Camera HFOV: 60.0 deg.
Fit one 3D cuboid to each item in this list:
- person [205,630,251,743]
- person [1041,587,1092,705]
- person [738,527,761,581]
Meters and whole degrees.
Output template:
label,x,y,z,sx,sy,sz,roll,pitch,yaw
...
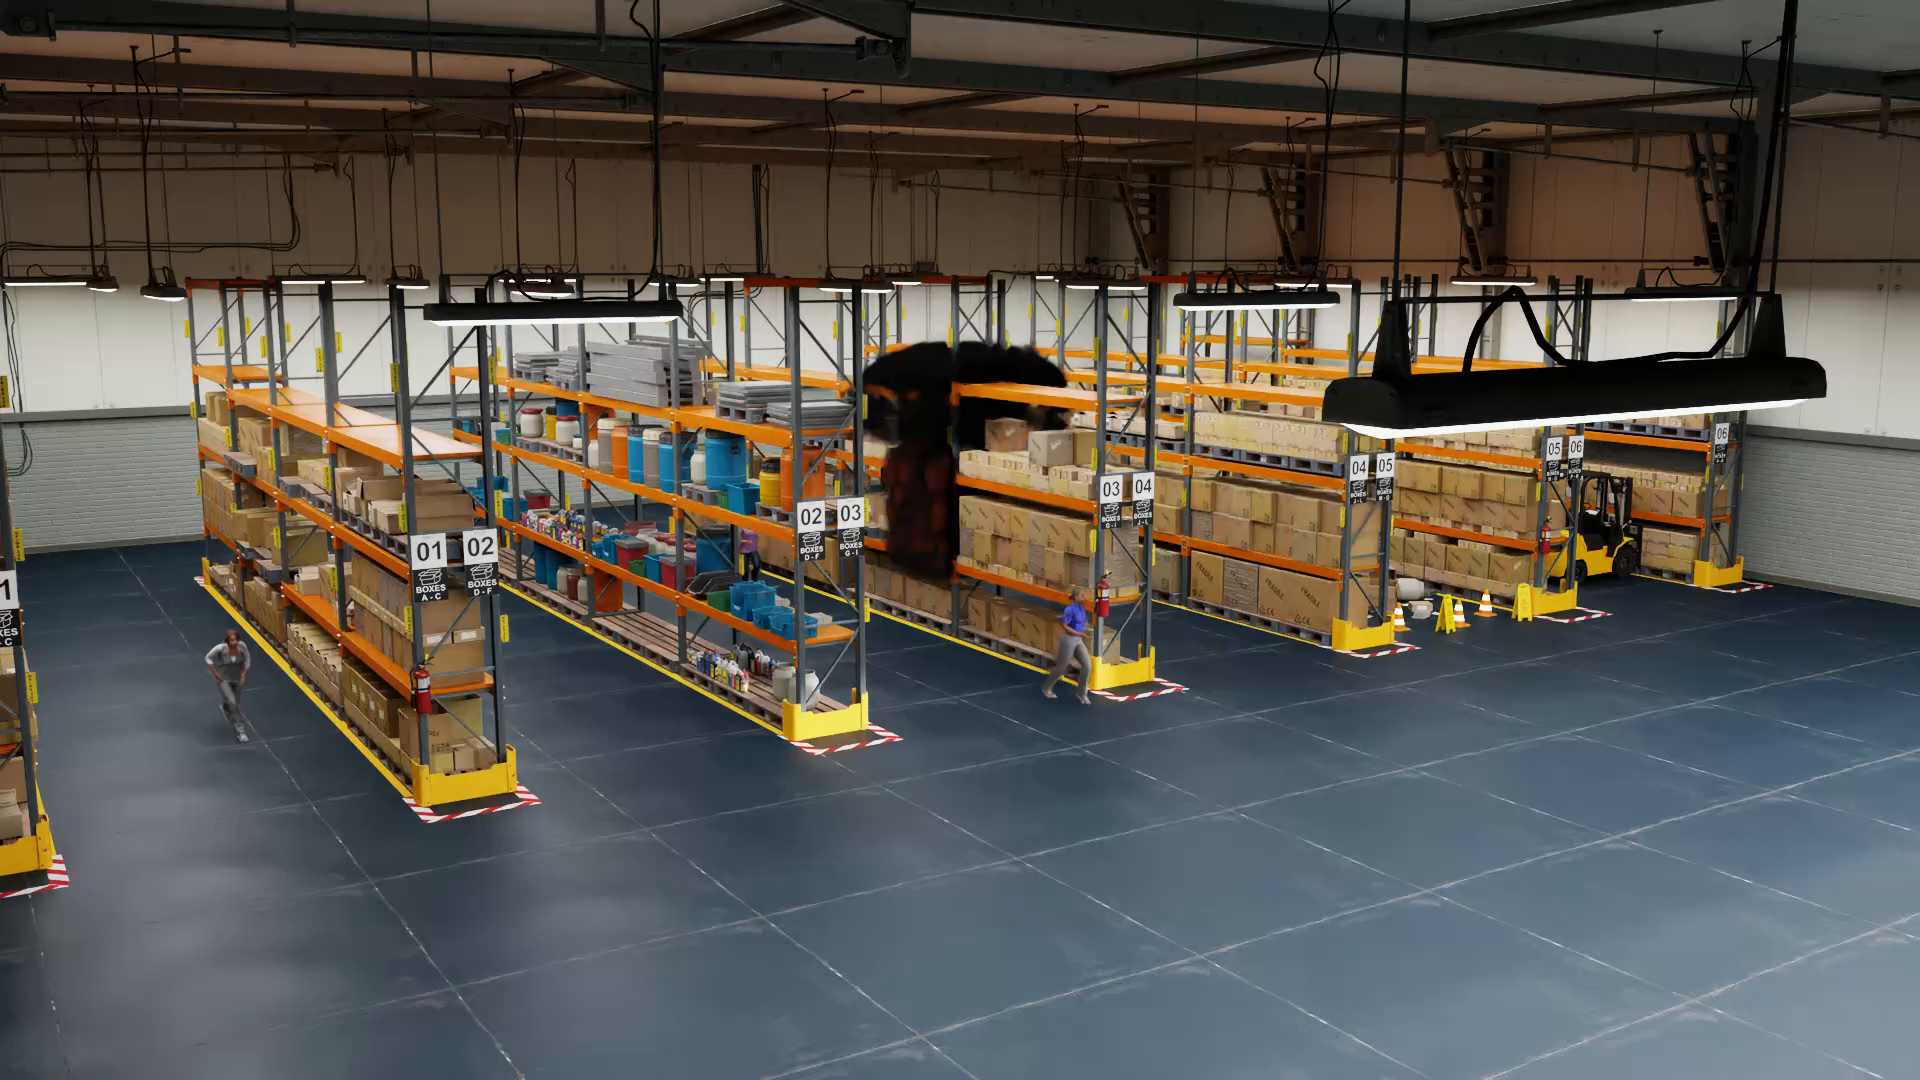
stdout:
label,x,y,z,sx,sy,sz,roll,pitch,yaw
person,-9.793,1.899,22.257,0.556,1.549,0.891,-6,12,-34
person,1.620,1.527,24.088,0.737,1.712,0.648,7,12,35
person,-4.024,0.223,31.845,0.511,1.570,0.636,-4,10,-23
